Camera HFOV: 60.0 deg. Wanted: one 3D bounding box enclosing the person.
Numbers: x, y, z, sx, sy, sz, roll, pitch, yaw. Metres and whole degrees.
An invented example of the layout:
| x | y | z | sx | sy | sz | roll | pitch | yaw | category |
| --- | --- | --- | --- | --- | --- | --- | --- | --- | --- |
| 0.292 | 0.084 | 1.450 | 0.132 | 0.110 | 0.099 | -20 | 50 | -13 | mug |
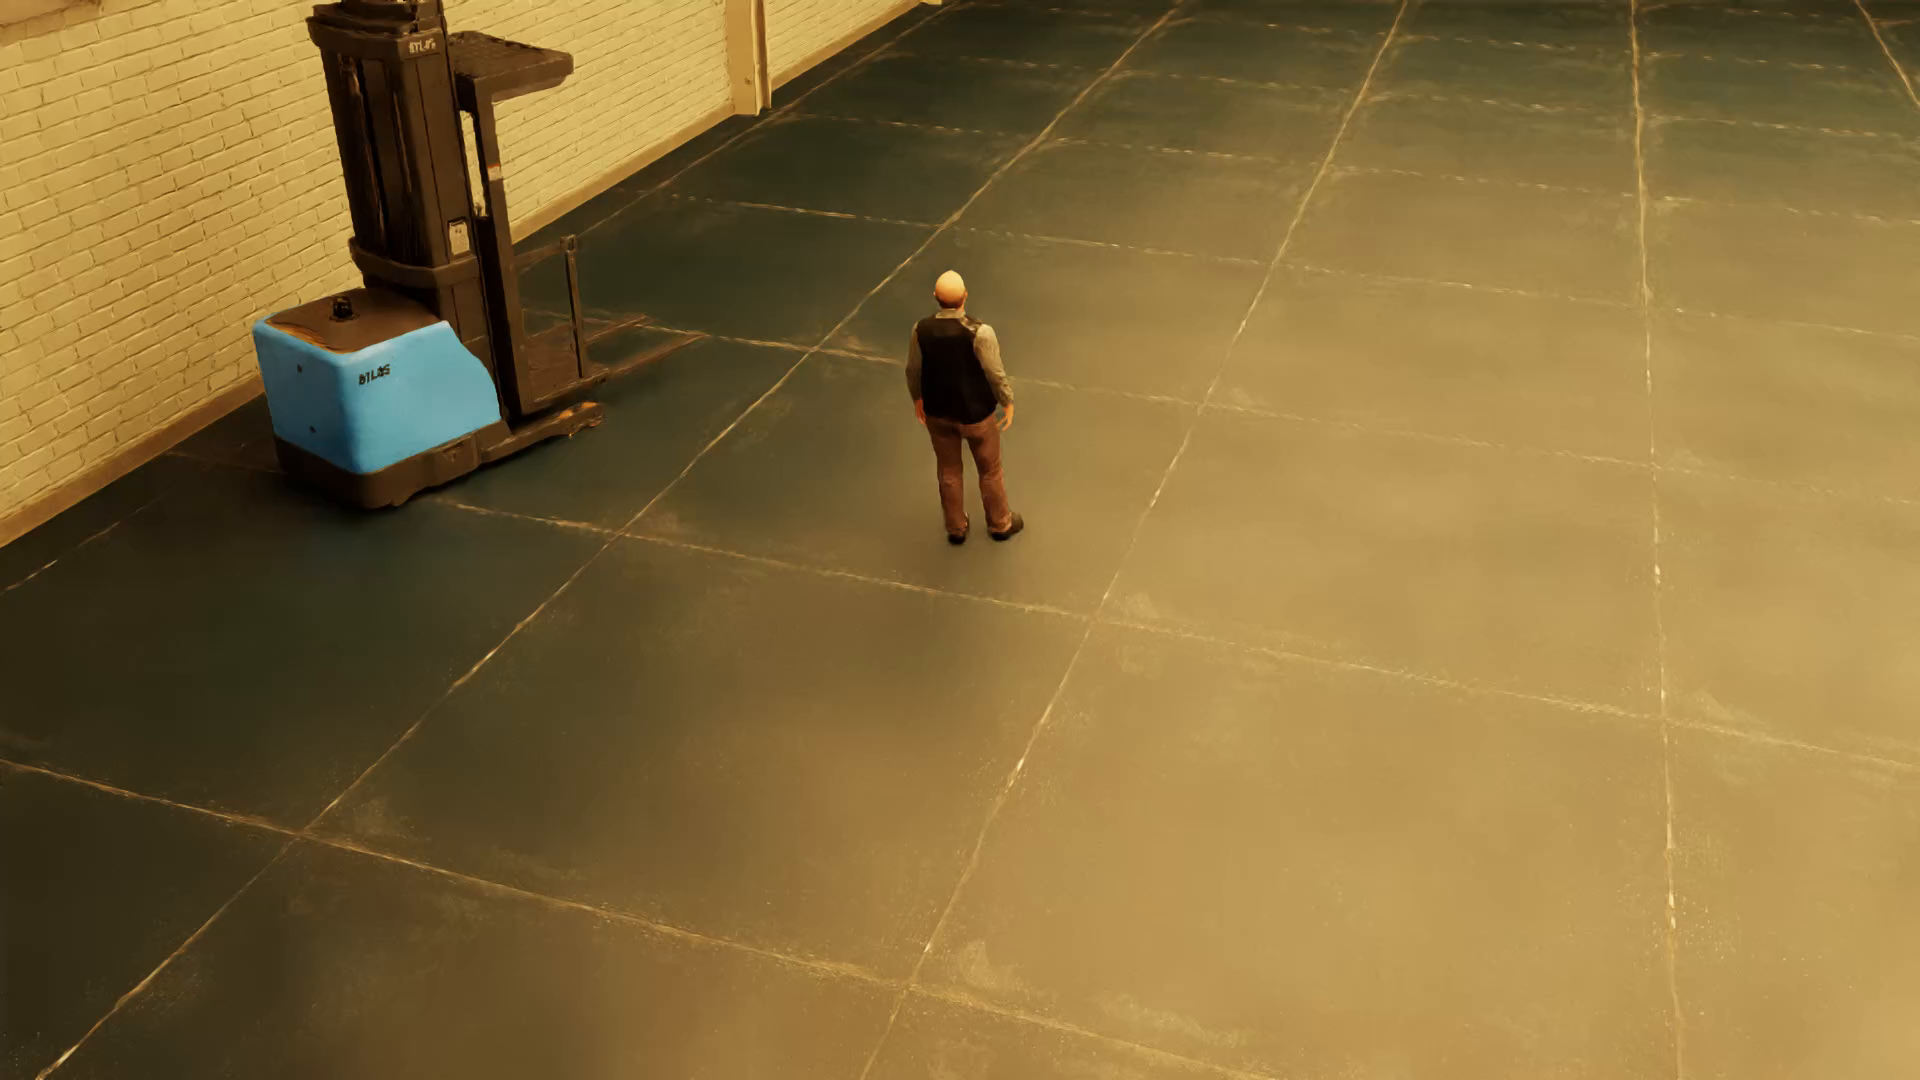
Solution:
| x | y | z | sx | sy | sz | roll | pitch | yaw | category |
| --- | --- | --- | --- | --- | --- | --- | --- | --- | --- |
| 0.028 | -0.782 | 9.715 | 0.632 | 1.720 | 0.567 | 10 | 31 | 16 | person |

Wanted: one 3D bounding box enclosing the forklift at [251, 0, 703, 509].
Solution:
| x | y | z | sx | sy | sz | roll | pitch | yaw | category |
| --- | --- | --- | --- | --- | --- | --- | --- | --- | --- |
| -3.108 | -2.125 | 10.863 | 1.130 | 2.935 | 3.031 | 22 | 36 | 33 | forklift |
